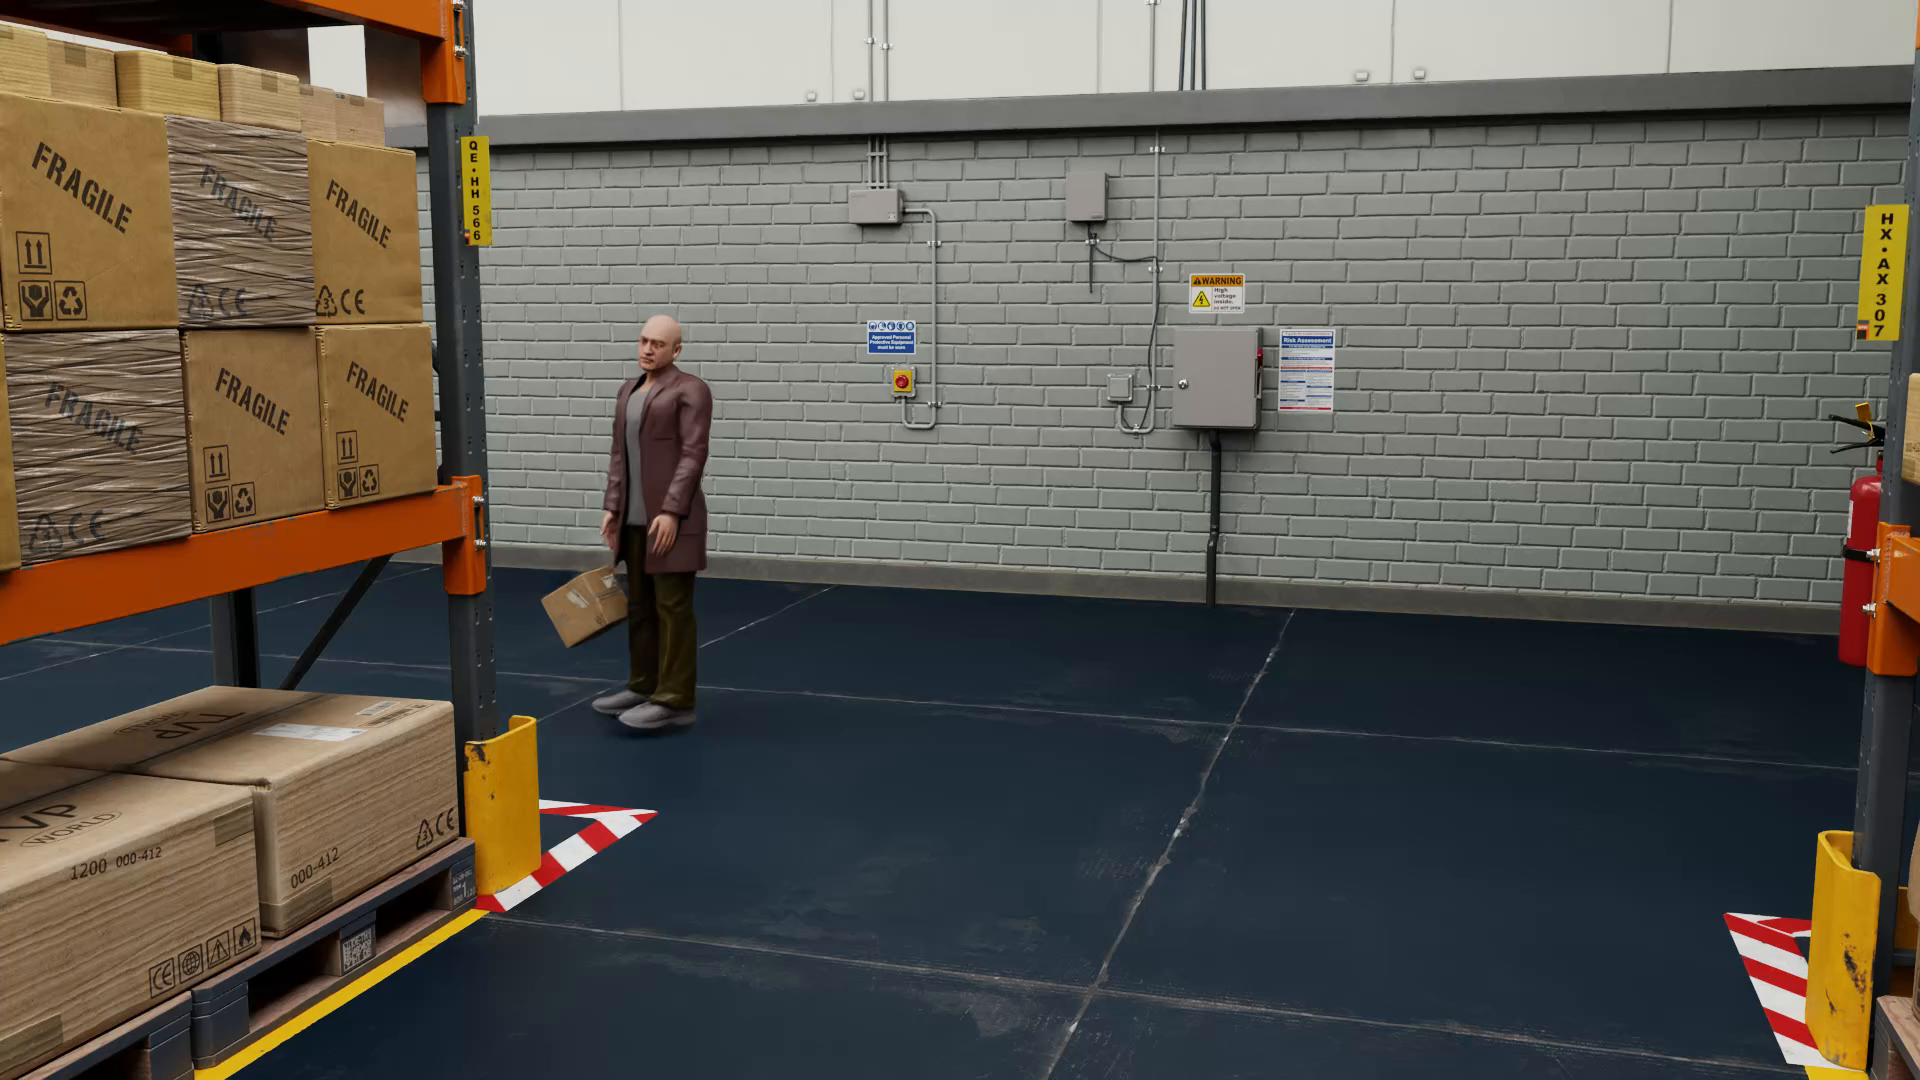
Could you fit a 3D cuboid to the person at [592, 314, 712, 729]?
[{"bbox_3d":[-1.384,-0.080,7.245,0.618,1.788,0.480,7,11,41],"label":"person"}]
